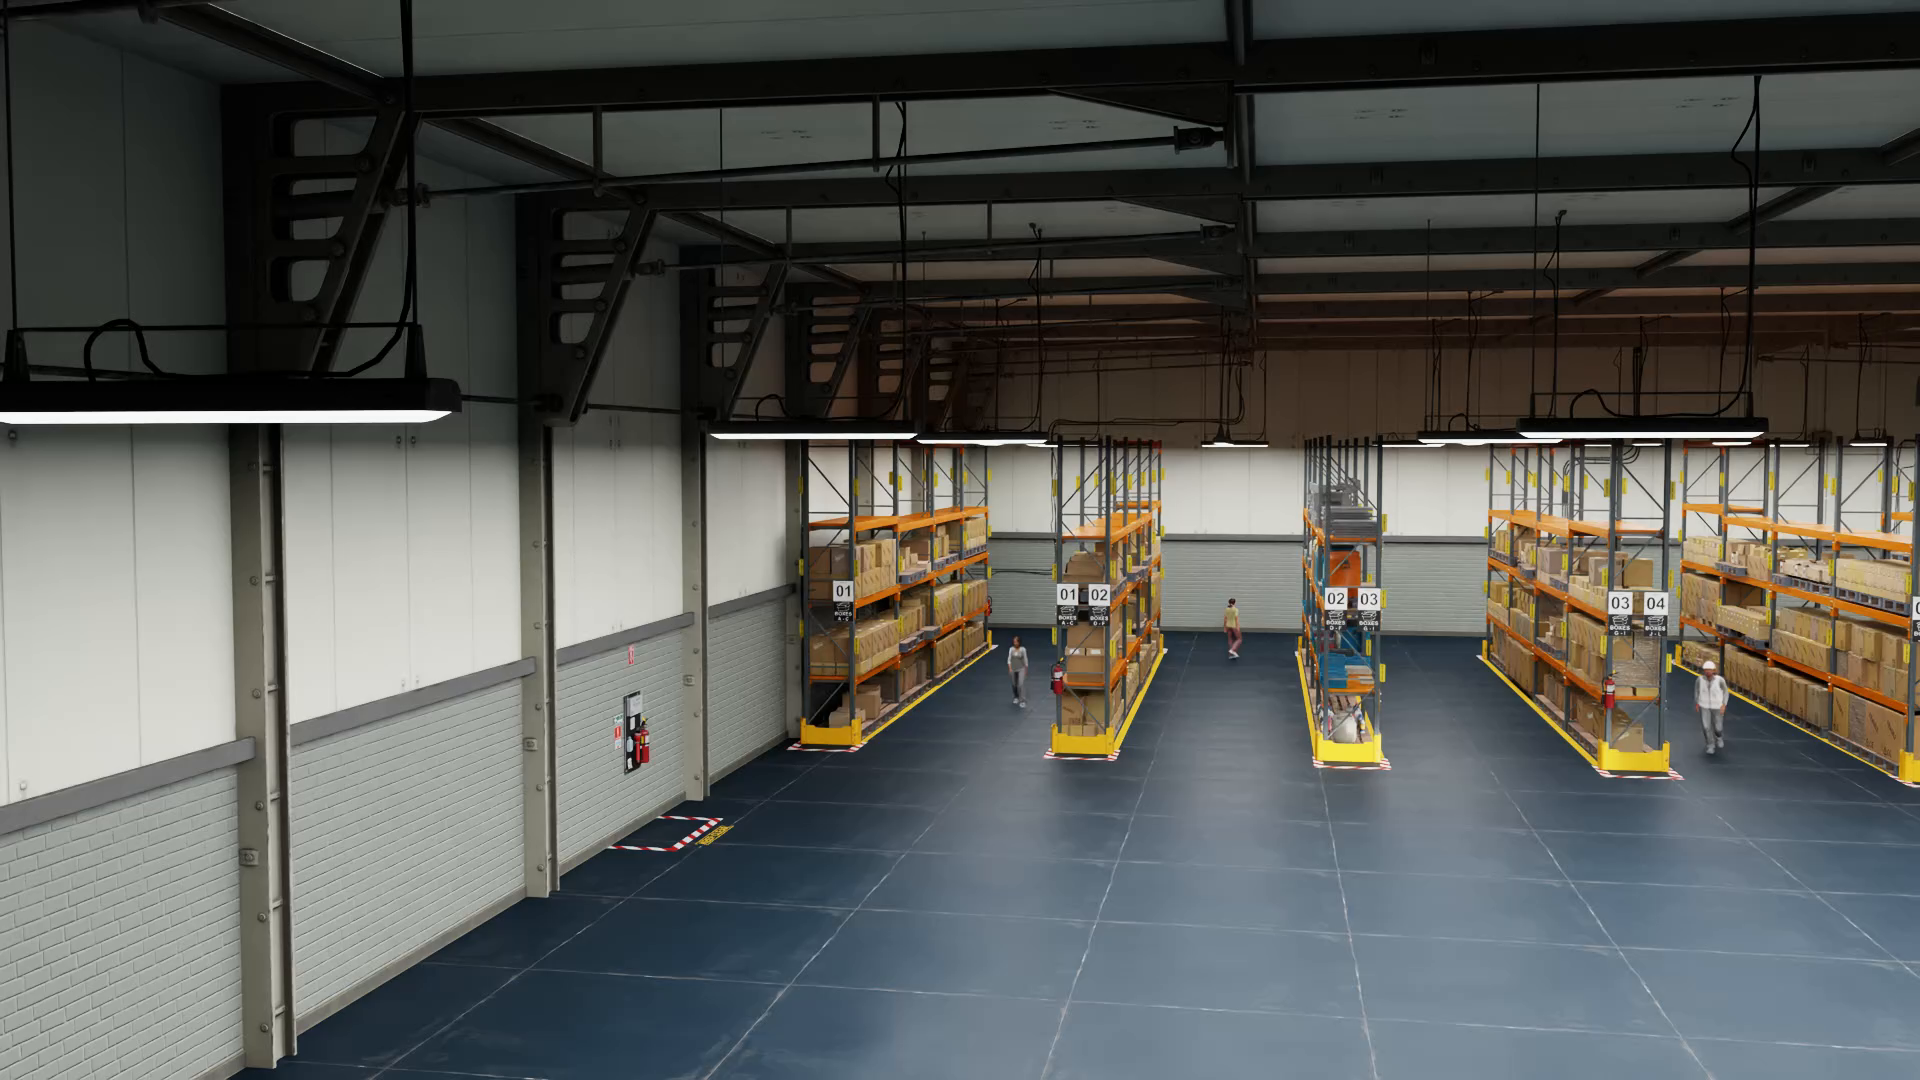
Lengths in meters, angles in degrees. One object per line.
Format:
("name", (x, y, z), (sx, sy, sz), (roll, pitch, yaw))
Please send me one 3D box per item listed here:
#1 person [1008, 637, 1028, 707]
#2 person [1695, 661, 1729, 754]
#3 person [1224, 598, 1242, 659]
("person", (1.323, 2.933, 37.220), (0.490, 1.550, 0.740), (1, 3, 23))
("person", (14.271, 3.147, 31.570), (0.598, 1.747, 0.700), (2, 4, 30))
("person", (7.449, 2.426, 45.590), (0.486, 1.670, 0.477), (2, 4, 35))
